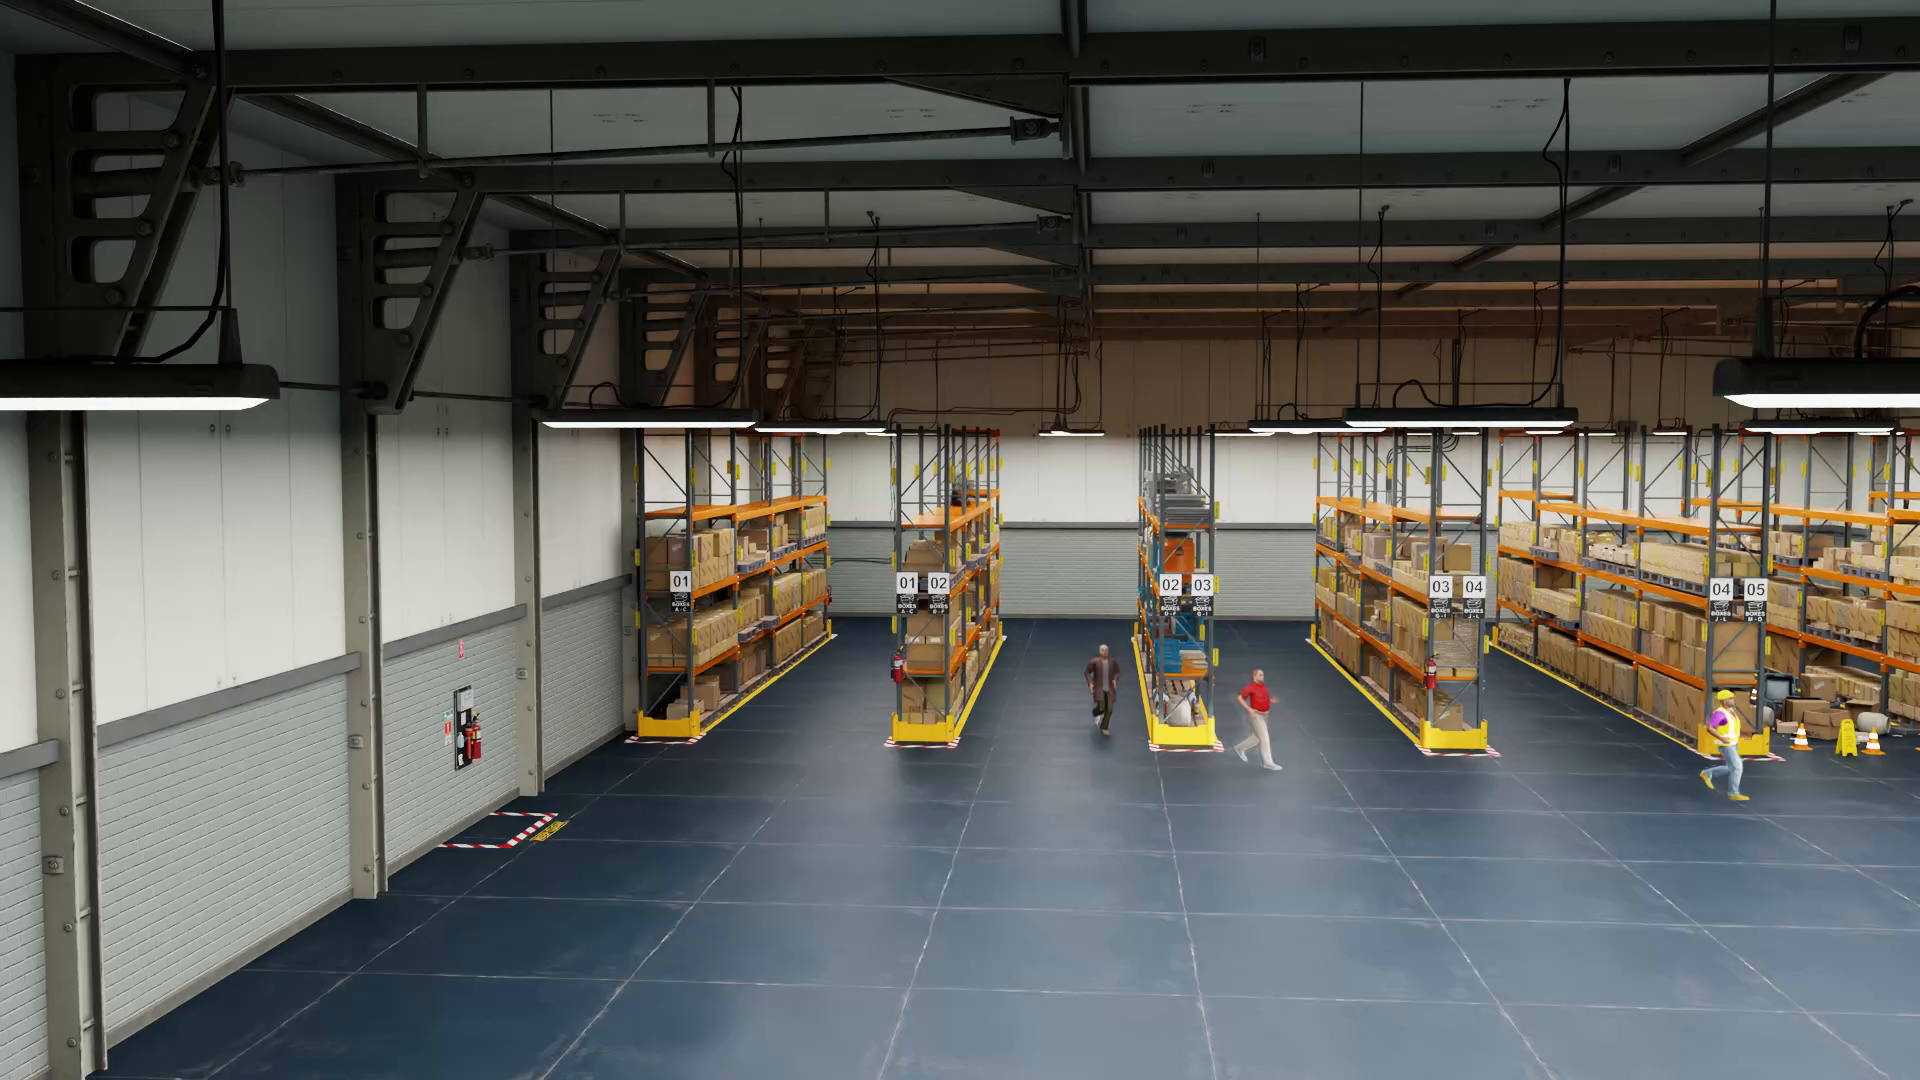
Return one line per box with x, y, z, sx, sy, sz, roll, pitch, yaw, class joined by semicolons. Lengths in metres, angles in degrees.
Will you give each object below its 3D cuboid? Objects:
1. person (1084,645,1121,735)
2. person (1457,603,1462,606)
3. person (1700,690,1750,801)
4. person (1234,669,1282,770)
2.786;2.909;32.287;0.709;1.719;0.640;-1;4;-10;person
13.734;2.015;46.886;0.553;1.695;0.766;-2;4;-29;person
12.159;3.248;26.436;0.795;1.732;0.711;3;5;42;person
5.186;3.091;28.858;0.944;1.699;0.668;3;4;36;person
